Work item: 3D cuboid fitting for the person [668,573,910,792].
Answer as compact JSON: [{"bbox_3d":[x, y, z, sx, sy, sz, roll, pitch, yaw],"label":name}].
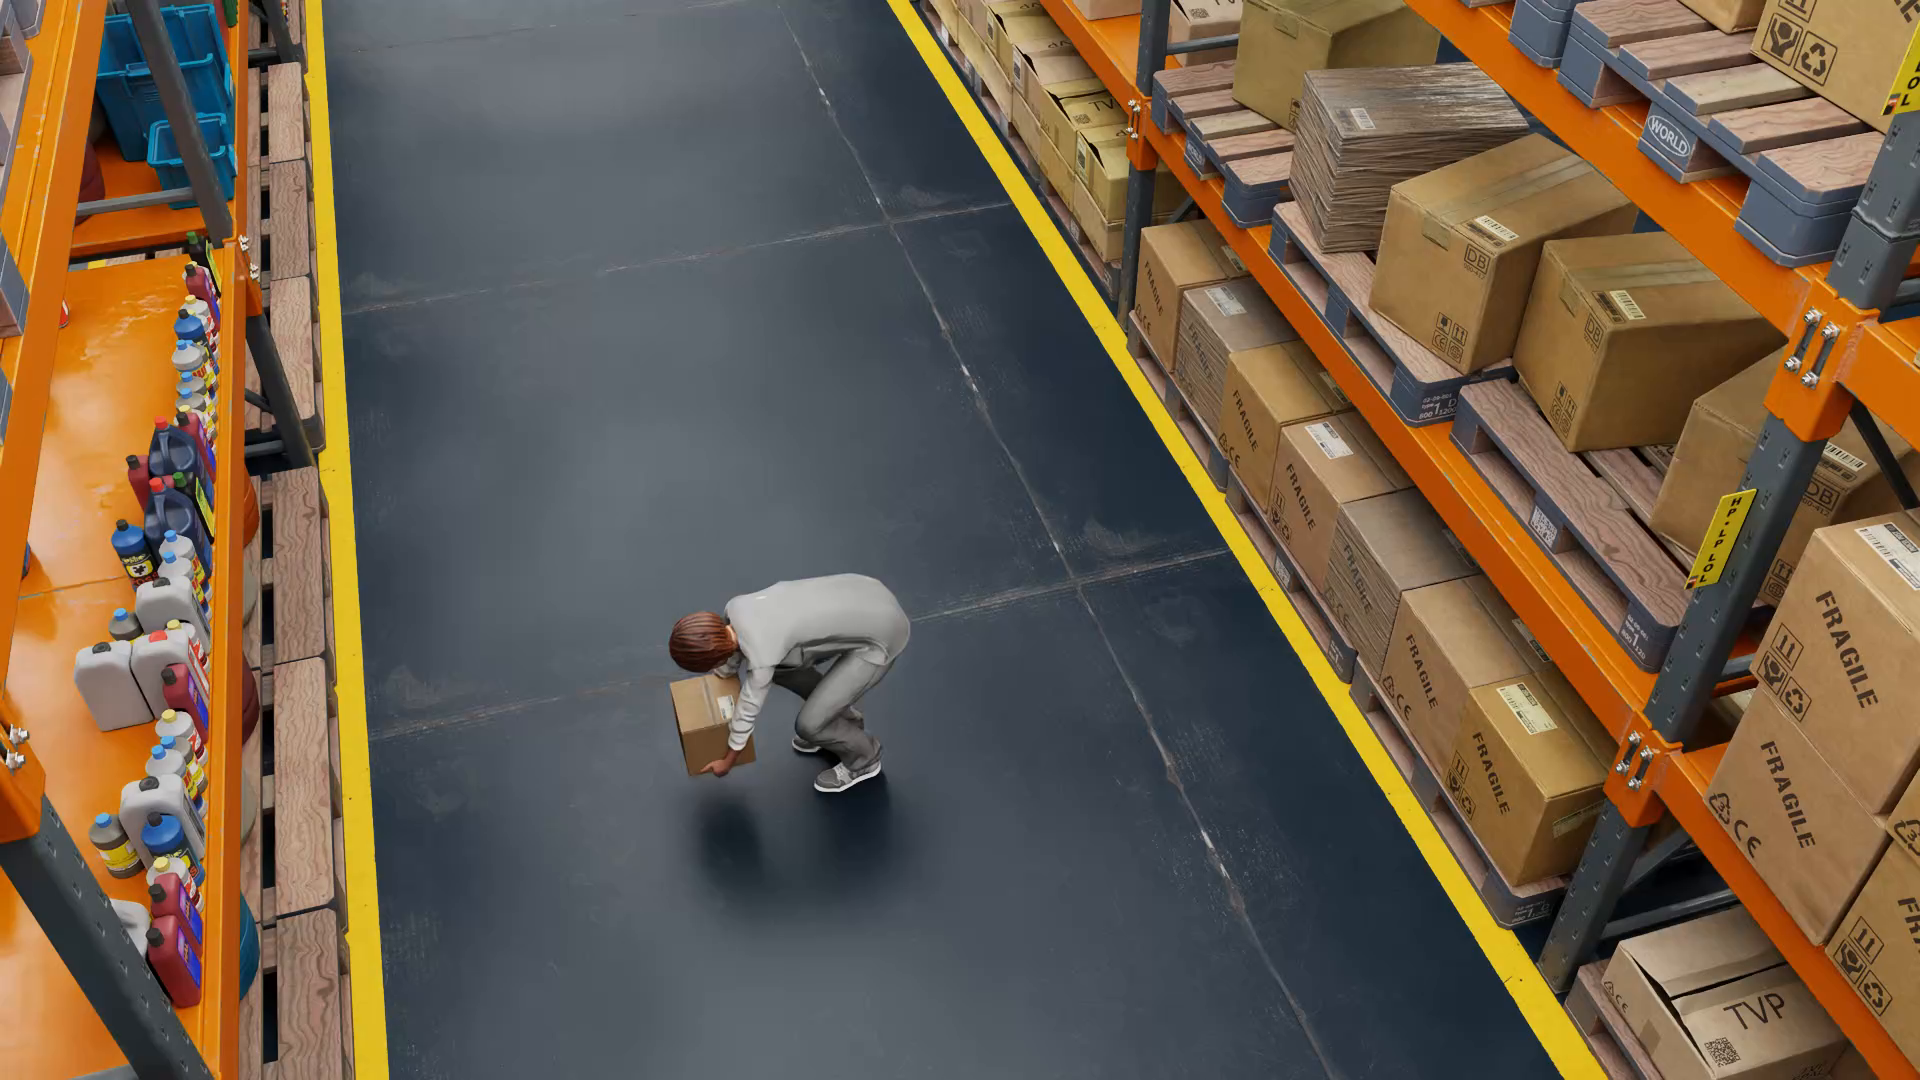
[{"bbox_3d":[-0.599,0.536,6.076,0.863,0.938,0.421,-14,45,-15],"label":"person"}]
